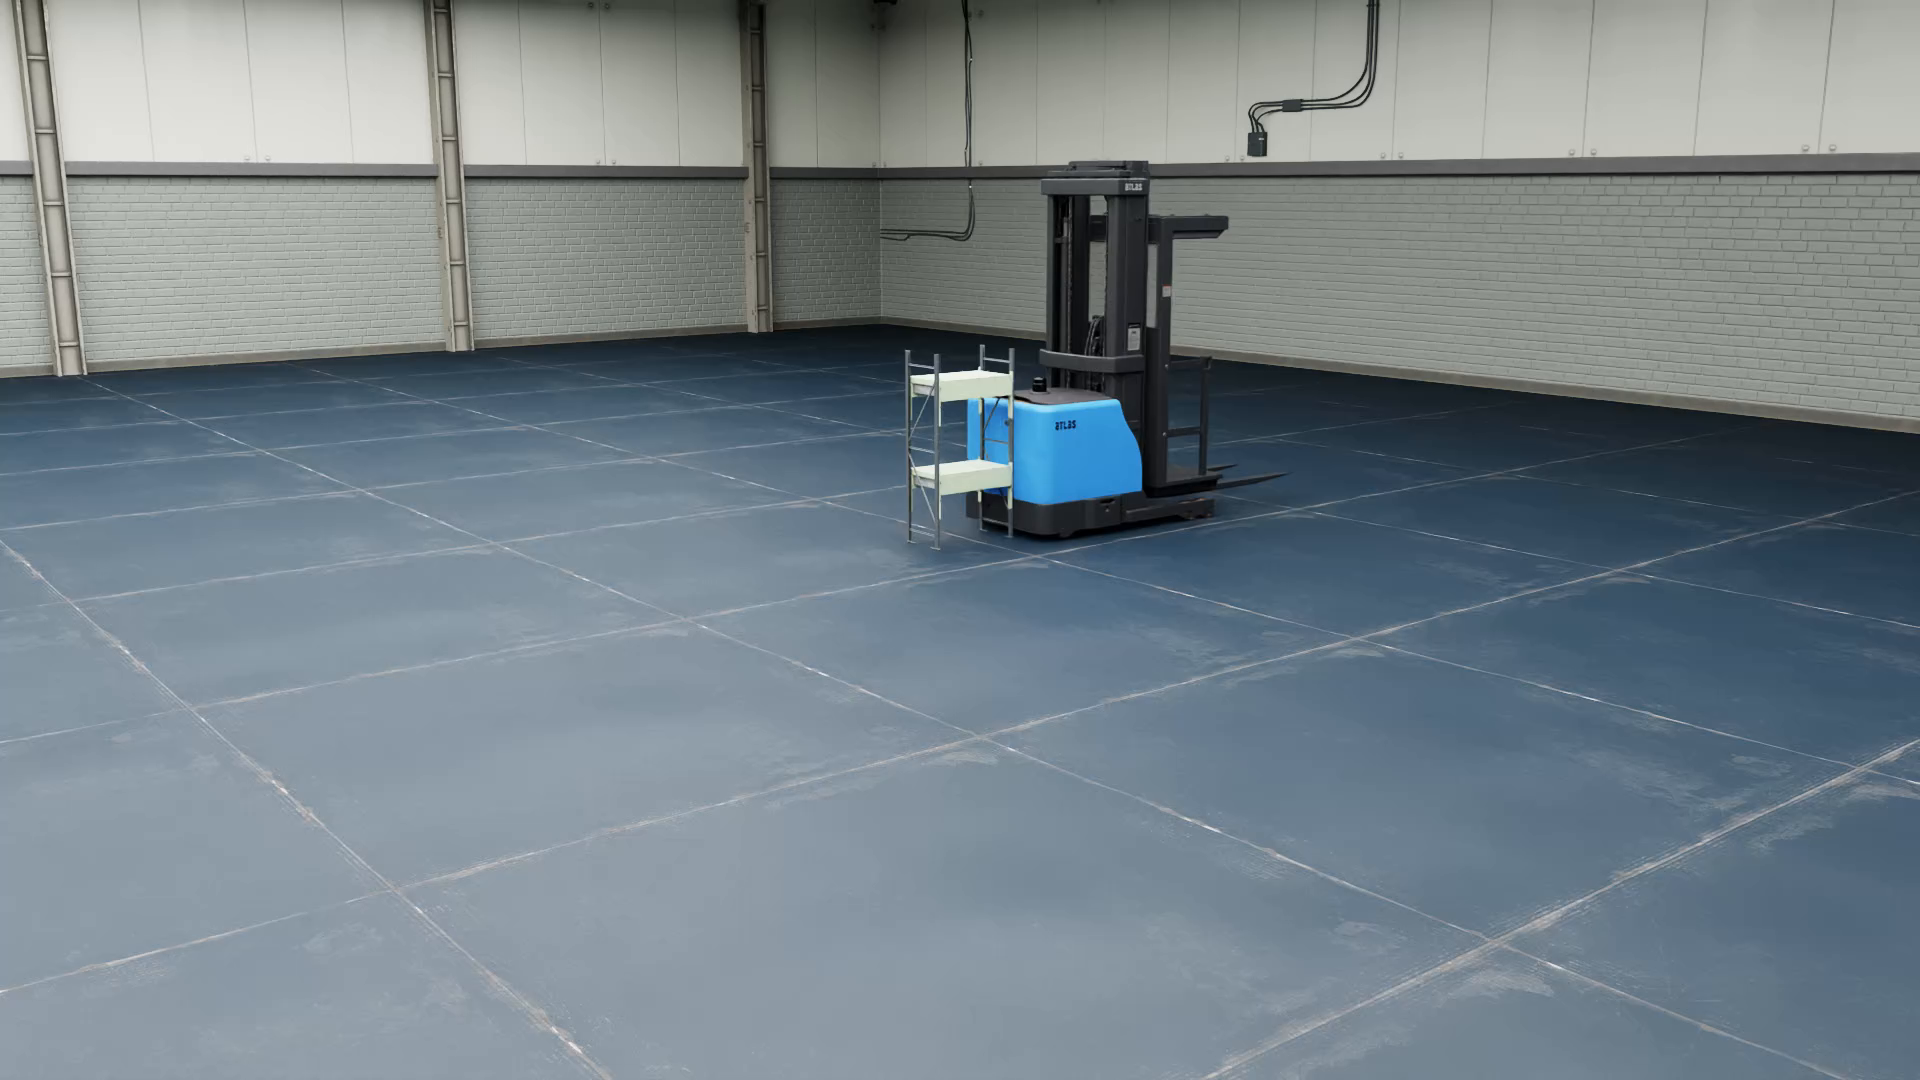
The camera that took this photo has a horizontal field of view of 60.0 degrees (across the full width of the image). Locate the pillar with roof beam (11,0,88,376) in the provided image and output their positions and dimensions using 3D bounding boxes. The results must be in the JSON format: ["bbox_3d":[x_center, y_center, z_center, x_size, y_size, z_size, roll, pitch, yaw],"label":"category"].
[{"bbox_3d":[-10.529,-6.164,20.492,0.400,9.000,9.100,-9,15,-38],"label":"pillar with roof beam"}]

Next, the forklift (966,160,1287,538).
[{"bbox_3d":[1.523,-1.672,13.945,3.031,2.935,1.130,-9,15,-37],"label":"forklift"}]

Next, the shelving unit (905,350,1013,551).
[{"bbox_3d":[-0.001,-0.733,12.972,0.748,1.500,0.431,-9,15,-37],"label":"shelving unit"}]

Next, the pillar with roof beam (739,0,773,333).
[{"bbox_3d":[-1.158,-7.721,27.825,0.400,9.000,9.100,-9,15,-38],"label":"pillar with roof beam"}]

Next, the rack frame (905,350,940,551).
[{"bbox_3d":[-0.287,-0.687,12.754,0.023,1.500,0.400,-9,15,-37],"label":"rack frame"}]

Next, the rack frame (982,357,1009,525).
[{"bbox_3d":[0.289,-0.781,13.196,0.010,1.308,0.380,-9,15,-37],"label":"rack frame"}]

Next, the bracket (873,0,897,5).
[{"bbox_3d":[-1.451,-10.484,32.170,0.430,0.232,0.235,-9,15,-38],"label":"bracket"}]

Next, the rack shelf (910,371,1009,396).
[{"bbox_3d":[0.001,-1.211,12.873,0.686,0.124,0.368,-9,15,-37],"label":"rack shelf"}]

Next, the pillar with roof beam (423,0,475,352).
[{"bbox_3d":[-5.844,-6.942,24.159,0.400,9.000,9.100,-9,15,-38],"label":"pillar with roof beam"}]

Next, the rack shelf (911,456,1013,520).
[{"bbox_3d":[0.001,-0.415,13.042,0.720,0.370,0.431,-9,15,-37],"label":"rack shelf"}]
